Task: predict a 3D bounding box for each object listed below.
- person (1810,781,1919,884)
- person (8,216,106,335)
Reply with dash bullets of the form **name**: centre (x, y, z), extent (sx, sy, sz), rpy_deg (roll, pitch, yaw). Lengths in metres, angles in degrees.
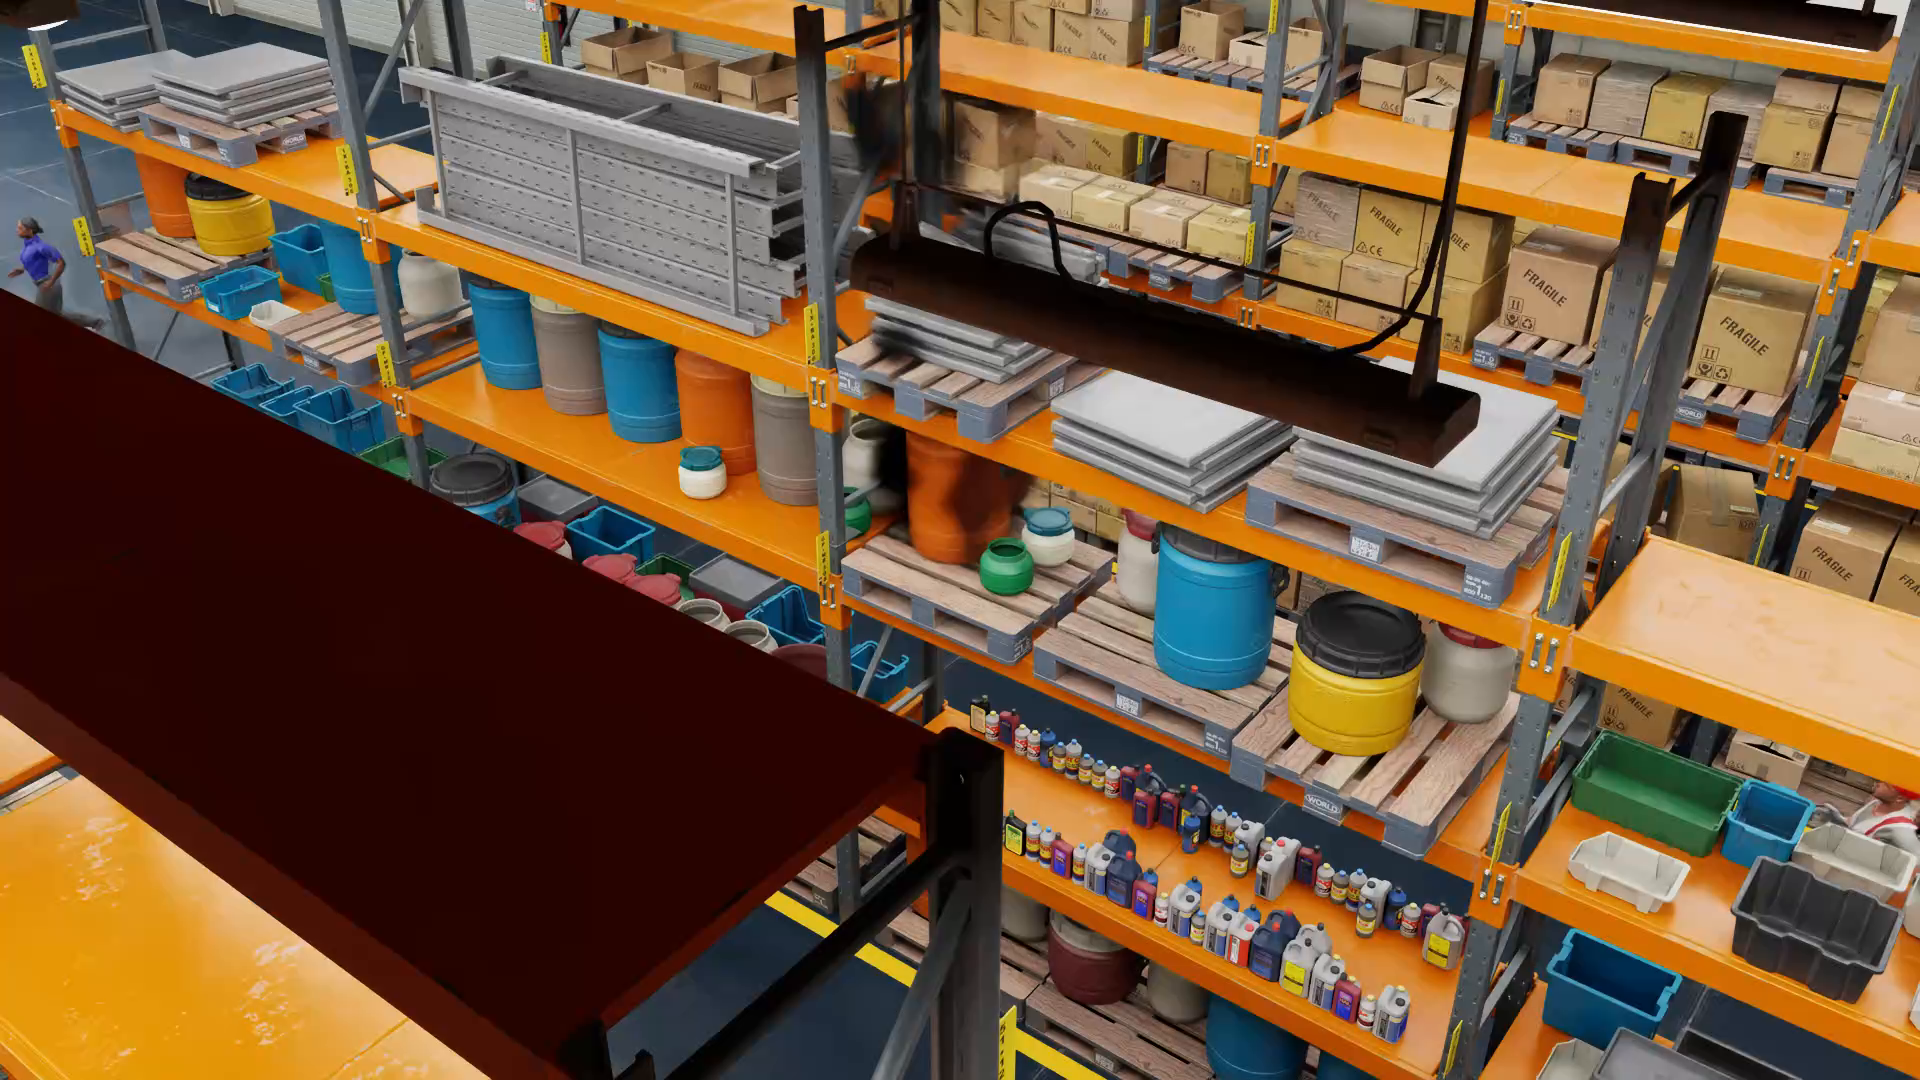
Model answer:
- **person**: centre (5.457, 2.088, 10.159), extent (0.690, 1.807, 0.635), rpy_deg (16, 35, 24)
- **person**: centre (-9.957, -2.754, 18.211), extent (0.902, 1.655, 0.587), rpy_deg (-19, 36, -28)
